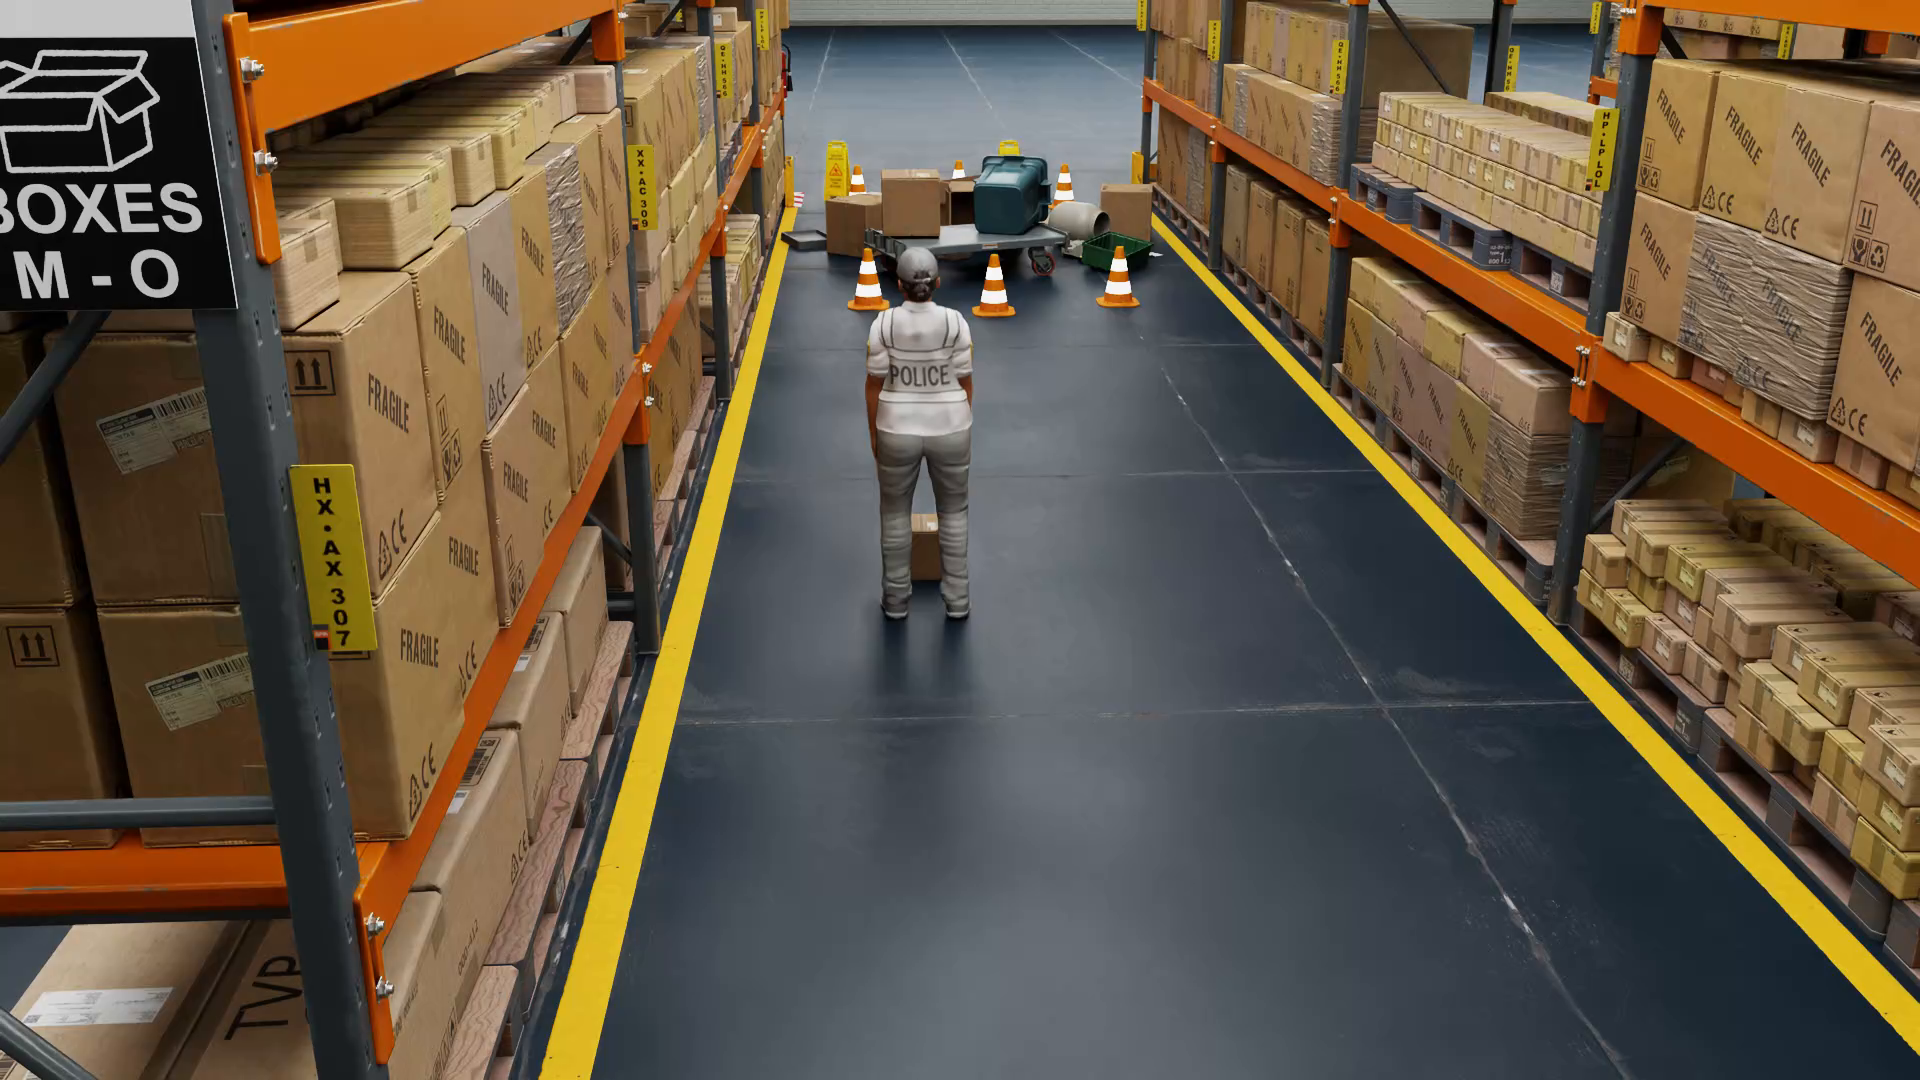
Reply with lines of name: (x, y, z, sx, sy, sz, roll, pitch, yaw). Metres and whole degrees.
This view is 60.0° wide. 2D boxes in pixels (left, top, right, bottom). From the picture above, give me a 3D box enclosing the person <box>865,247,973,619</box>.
person: (-0.179, -0.454, 7.315, 0.468, 1.666, 0.390, -1, 21, -2)
